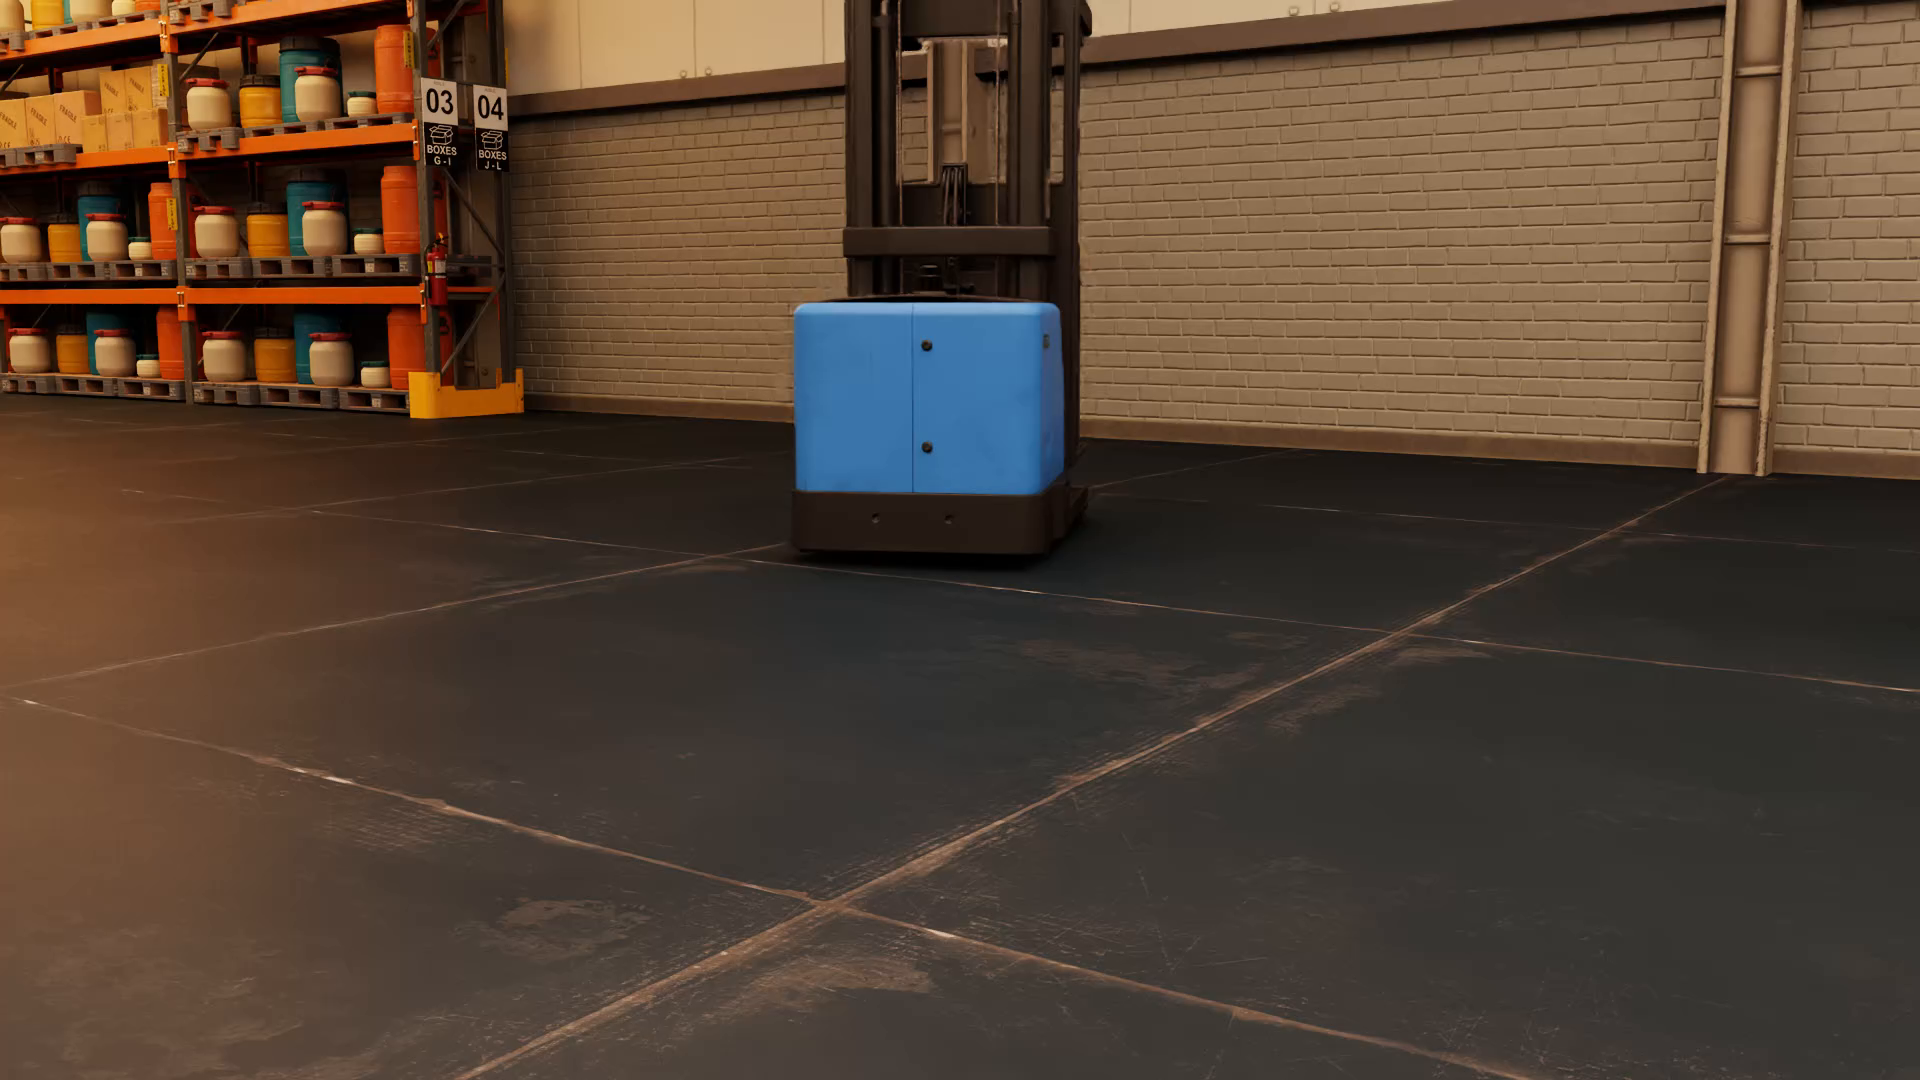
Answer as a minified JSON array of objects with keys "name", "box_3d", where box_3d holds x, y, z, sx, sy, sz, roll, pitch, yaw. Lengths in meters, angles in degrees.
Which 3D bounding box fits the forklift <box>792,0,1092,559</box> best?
[{"name":"forklift","box_3d":[0.048,-1.540,8.024,1.130,2.935,3.031,1,8,9]}]
